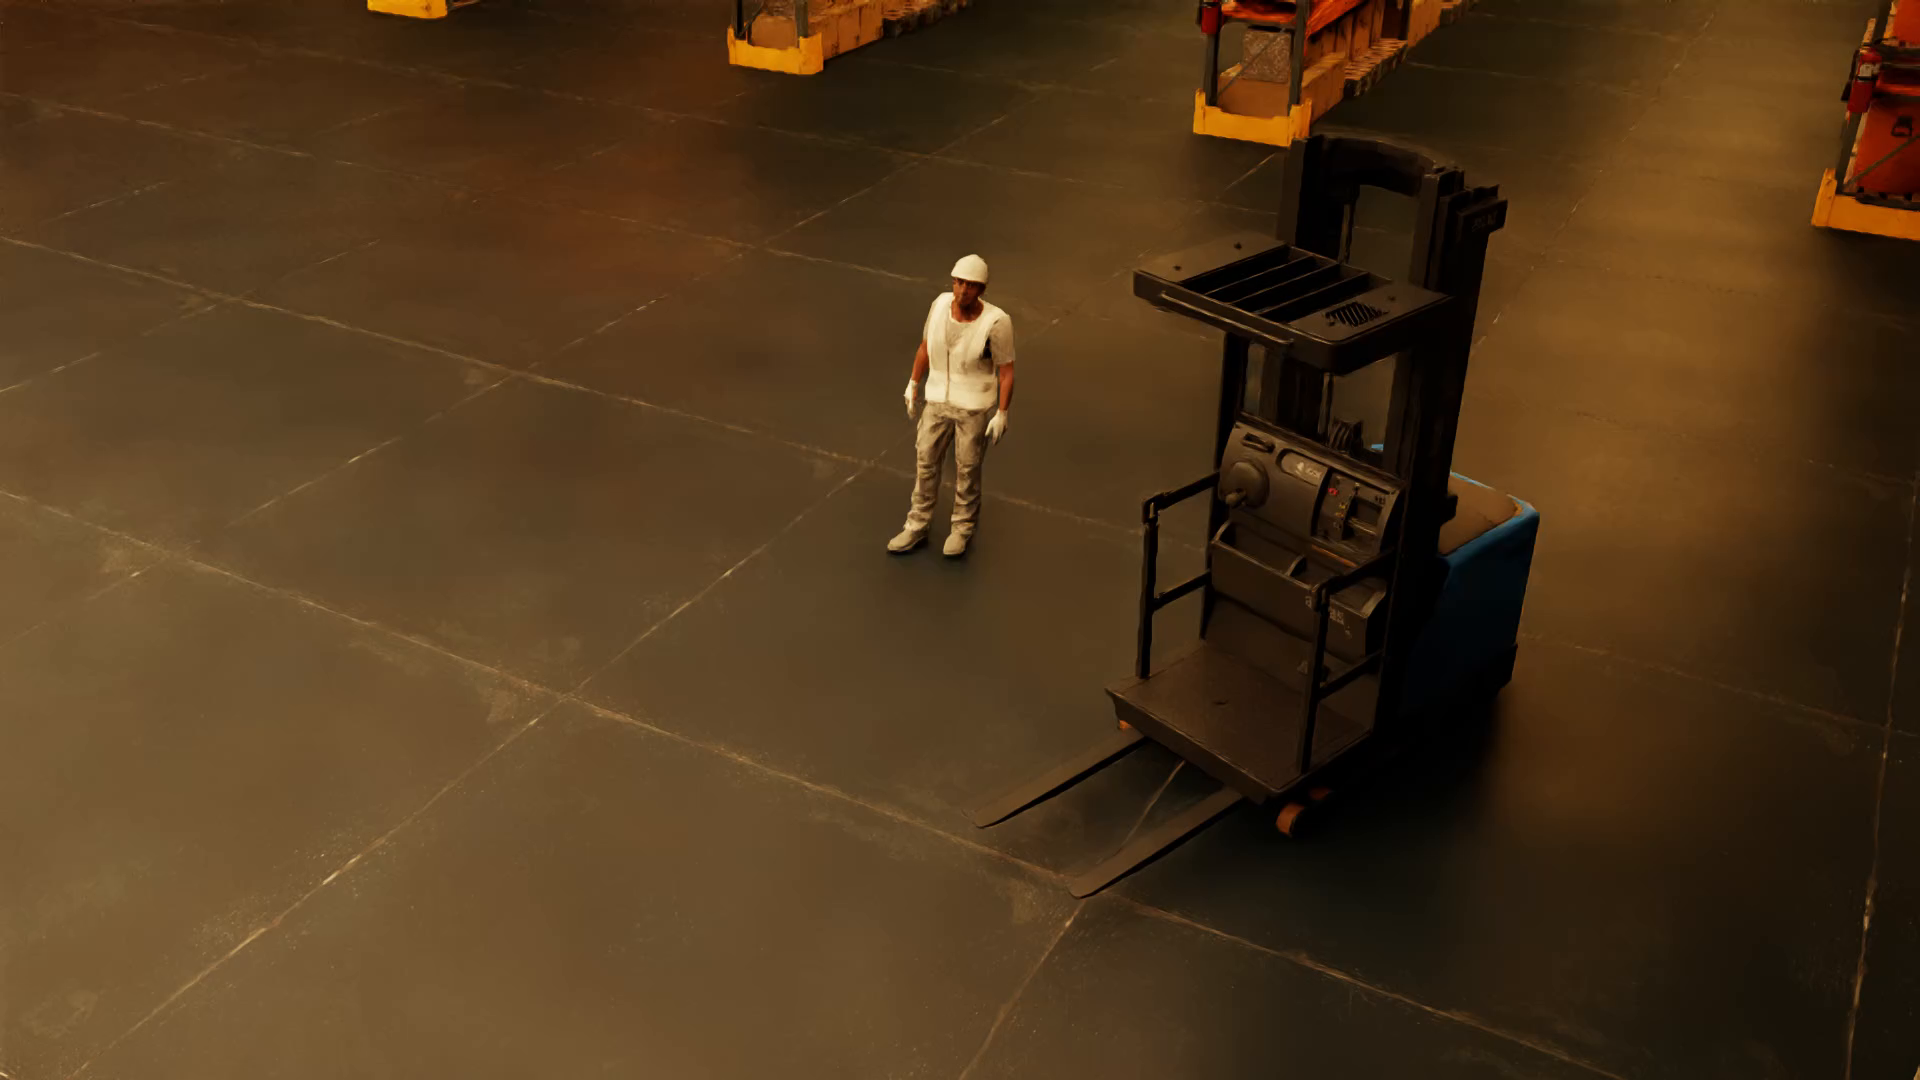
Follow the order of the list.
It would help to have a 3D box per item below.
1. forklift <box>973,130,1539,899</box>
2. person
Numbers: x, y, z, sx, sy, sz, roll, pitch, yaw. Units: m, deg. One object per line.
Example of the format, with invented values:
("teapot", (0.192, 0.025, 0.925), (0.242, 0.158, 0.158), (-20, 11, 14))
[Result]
("forklift", (1.414, -0.199, 7.416), (3.031, 2.935, 1.130), (-24, 37, -35))
("person", (-0.042, -0.749, 9.502), (0.655, 1.782, 0.576), (15, 33, 25))
